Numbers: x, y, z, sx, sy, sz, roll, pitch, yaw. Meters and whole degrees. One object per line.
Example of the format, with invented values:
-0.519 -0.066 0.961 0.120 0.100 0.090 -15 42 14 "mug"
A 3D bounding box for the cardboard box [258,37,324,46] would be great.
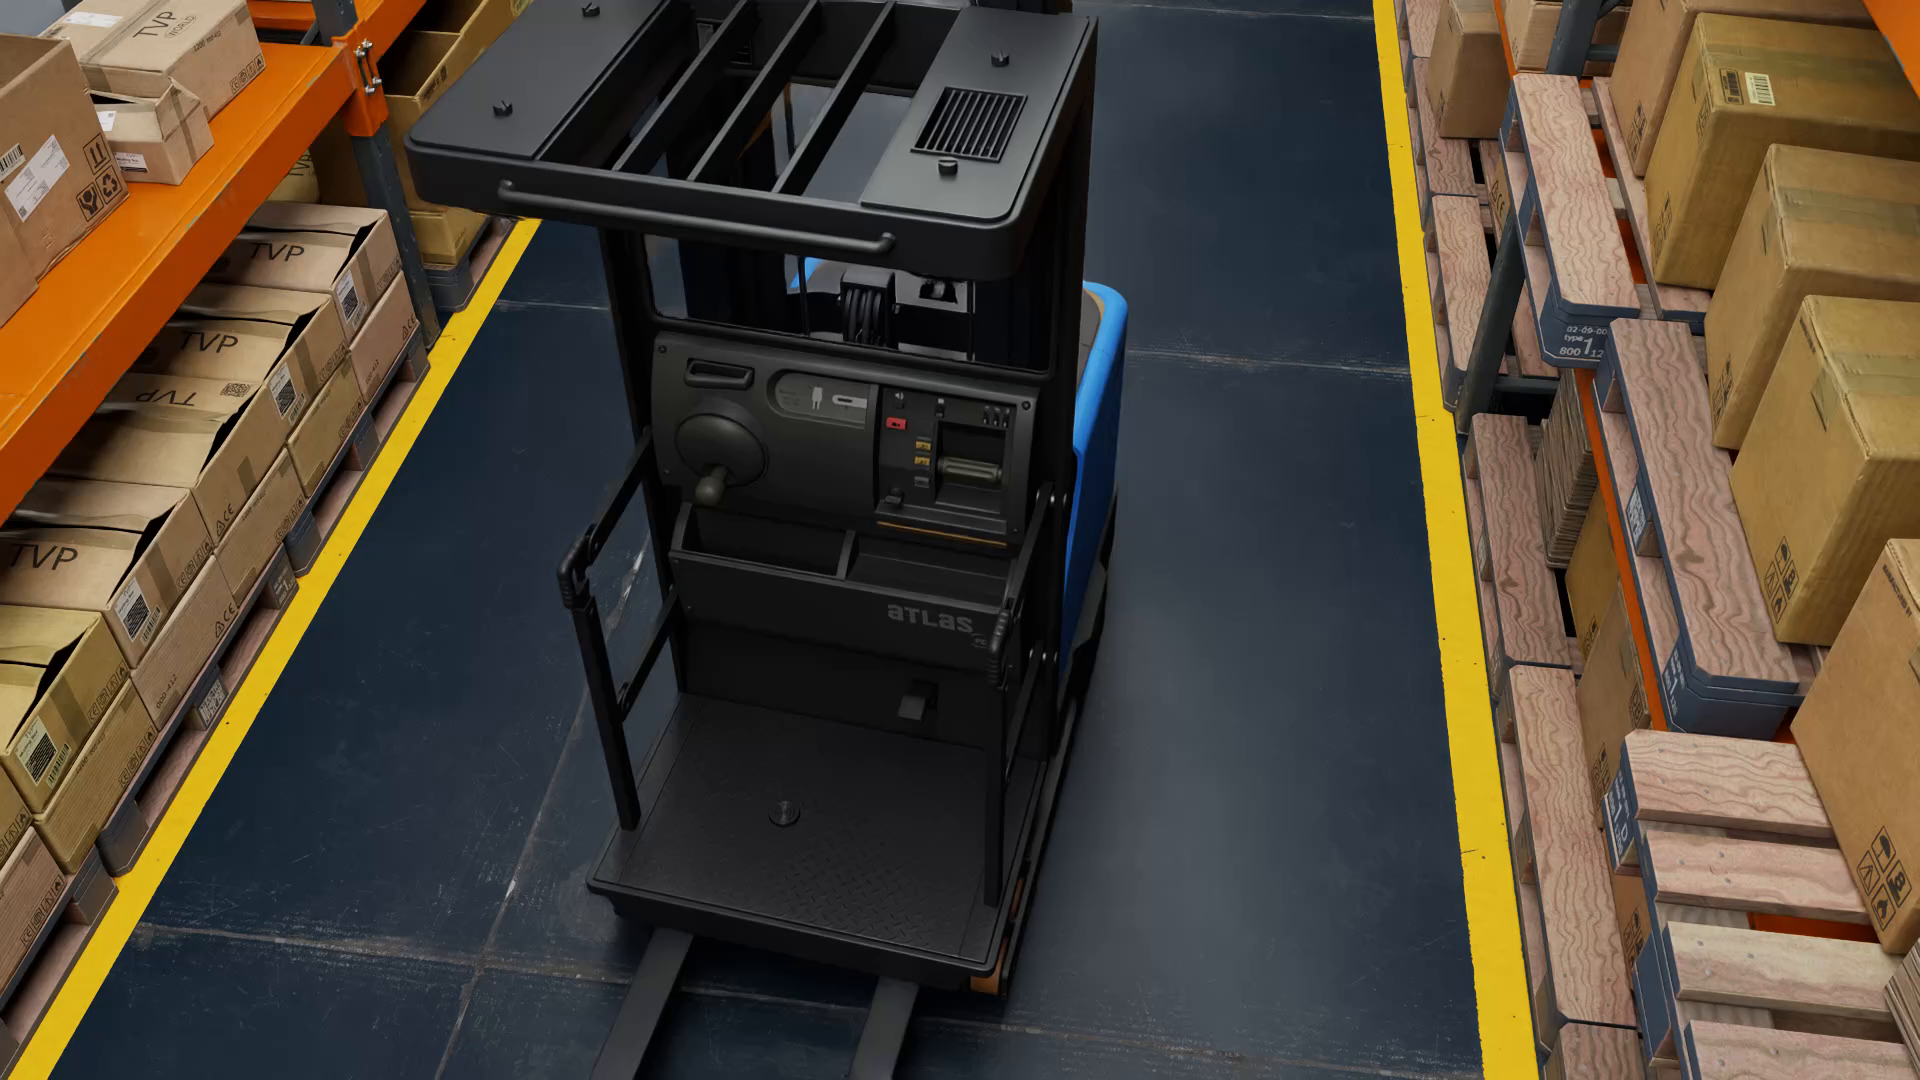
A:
-2.645 -2.020 6.851 0.500 0.500 0.500 5 44 6 "cardboard box"

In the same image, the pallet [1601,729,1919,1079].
1.803 0.830 2.832 1.213 0.211 1.003 5 44 6 "pallet"

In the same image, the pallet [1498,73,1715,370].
2.098 -0.893 4.651 1.003 0.211 1.213 5 44 6 "pallet"

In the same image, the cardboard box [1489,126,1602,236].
2.441 -1.434 6.580 0.500 0.500 0.500 2 43 2 "cardboard box"

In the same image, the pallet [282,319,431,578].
-2.626 -0.400 6.019 1.003 0.211 1.213 5 44 6 "pallet"

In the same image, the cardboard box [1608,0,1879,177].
2.242 -1.323 4.573 0.700 0.500 0.500 5 44 6 "cardboard box"

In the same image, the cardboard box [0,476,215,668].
-2.538 0.063 4.788 0.500 0.311 0.500 5 44 5 "cardboard box"

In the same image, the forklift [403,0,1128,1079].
-0.332 -0.145 3.772 1.130 2.935 3.031 10 44 10 "forklift"

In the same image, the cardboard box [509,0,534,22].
-2.064 -2.314 7.161 0.500 0.500 0.500 5 44 6 "cardboard box"

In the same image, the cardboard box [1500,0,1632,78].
2.105 -1.774 5.536 0.500 0.250 0.500 5 44 6 "cardboard box"

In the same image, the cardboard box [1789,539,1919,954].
1.914 0.355 2.801 0.700 0.500 0.500 1 43 2 "cardboard box"

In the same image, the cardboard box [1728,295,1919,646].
2.009 -0.113 3.295 0.700 0.500 0.500 5 44 6 "cardboard box"

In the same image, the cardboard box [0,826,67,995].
-2.670 0.981 4.227 0.500 0.250 0.500 4 44 4 "cardboard box"

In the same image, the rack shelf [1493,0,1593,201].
2.608 -2.572 6.808 1.077 0.370 4.000 5 44 6 "rack shelf"

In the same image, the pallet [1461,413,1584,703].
2.242 0.073 5.520 1.003 0.211 1.213 5 44 6 "pallet"

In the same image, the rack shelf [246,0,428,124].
-2.303 -3.020 7.281 1.077 0.370 4.000 5 44 6 "rack shelf"

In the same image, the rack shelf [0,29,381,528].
-2.832 -0.294 4.402 1.077 0.370 4.000 5 44 6 "rack shelf"

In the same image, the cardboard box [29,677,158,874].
-2.608 0.626 4.602 0.500 0.250 0.500 4 44 4 "cardboard box"

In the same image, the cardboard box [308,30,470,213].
-2.196 -1.632 6.441 0.500 0.500 0.500 5 44 6 "cardboard box"

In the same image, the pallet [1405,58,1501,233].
2.556 -1.753 7.448 1.003 0.211 1.213 5 44 6 "pallet"

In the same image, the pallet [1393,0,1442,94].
2.720 -2.582 8.323 1.003 0.211 1.213 5 44 6 "pallet"

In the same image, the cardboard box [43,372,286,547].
-2.468 -0.279 5.149 0.500 0.311 0.500 5 44 5 "cardboard box"

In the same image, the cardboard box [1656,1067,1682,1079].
2.041 1.167 3.833 0.700 0.500 0.500 5 44 5 "cardboard box"

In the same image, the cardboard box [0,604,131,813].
-2.605 0.414 4.418 0.500 0.311 0.500 4 44 4 "cardboard box"

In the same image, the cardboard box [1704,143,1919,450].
2.105 -0.491 3.694 0.700 0.500 0.500 11 45 11 "cardboard box"

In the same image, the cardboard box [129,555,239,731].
-2.539 0.277 4.971 0.500 0.250 0.500 6 44 6 "cardboard box"

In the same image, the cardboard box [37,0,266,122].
-2.589 -1.524 5.287 0.500 0.250 0.500 8 44 8 "cardboard box"

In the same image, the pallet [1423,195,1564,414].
2.397 -0.919 6.567 1.003 0.211 1.213 5 44 6 "pallet"

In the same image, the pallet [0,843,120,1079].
-2.949 1.263 4.263 1.003 0.211 1.213 5 44 6 "pallet"

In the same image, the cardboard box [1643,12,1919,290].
2.161 -0.943 4.171 0.700 0.500 0.500 9 44 10 "cardboard box"

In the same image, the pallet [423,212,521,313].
-2.421 -1.444 7.121 1.003 0.211 1.213 5 44 6 "pallet"

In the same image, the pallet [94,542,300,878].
-2.785 0.434 5.138 1.003 0.211 1.213 5 44 6 "pallet"

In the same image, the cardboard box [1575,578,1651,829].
2.136 0.481 4.558 0.700 0.500 0.500 6 44 6 "cardboard box"

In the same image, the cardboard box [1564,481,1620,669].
2.244 0.137 4.921 0.700 0.500 0.500 4 44 5 "cardboard box"

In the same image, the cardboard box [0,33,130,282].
-2.755 -1.074 4.630 0.500 0.500 0.500 8 44 9 "cardboard box"

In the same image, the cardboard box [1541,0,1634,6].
2.099 -2.046 5.278 0.500 0.500 0.500 5 44 5 "cardboard box"

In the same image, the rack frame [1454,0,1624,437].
2.343 -1.471 5.121 1.000 3.000 0.127 5 44 6 "rack frame"

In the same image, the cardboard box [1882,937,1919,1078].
1.867 0.738 2.396 0.700 0.500 0.500 1 43 1 "cardboard box"

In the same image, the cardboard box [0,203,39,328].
-2.821 -0.732 4.269 0.500 0.500 0.500 5 44 6 "cardboard box"

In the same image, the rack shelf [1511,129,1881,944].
2.079 0.154 3.929 1.077 0.370 4.000 5 44 6 "rack shelf"

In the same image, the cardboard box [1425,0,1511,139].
2.470 -2.101 7.286 0.700 0.500 0.500 3 44 3 "cardboard box"

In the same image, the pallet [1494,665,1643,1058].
2.083 0.907 4.639 1.003 0.211 1.213 5 44 6 "pallet"

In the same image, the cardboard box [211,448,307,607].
-2.471 -0.070 5.337 0.500 0.250 0.500 6 44 6 "cardboard box"

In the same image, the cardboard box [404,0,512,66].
-2.137 -1.974 6.802 0.500 0.500 0.500 5 44 6 "cardboard box"

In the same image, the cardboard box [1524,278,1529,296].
2.384 -0.969 6.332 0.380 0.166 0.250 0 43 0 "cardboard box"

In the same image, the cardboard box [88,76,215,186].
-2.502 -1.254 4.990 0.396 0.266 0.258 4 44 4 "cardboard box"

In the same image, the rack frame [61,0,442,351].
-2.567 -1.918 5.594 1.000 3.000 0.127 5 44 6 "rack frame"

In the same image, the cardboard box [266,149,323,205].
-2.723 -1.408 6.750 0.500 0.250 0.500 5 44 6 "cardboard box"

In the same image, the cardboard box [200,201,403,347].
-2.337 -0.974 5.883 0.500 0.311 0.500 5 44 6 "cardboard box"

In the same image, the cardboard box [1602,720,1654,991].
2.079 0.826 4.194 0.700 0.500 0.500 5 44 5 "cardboard box"

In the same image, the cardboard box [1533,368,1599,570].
2.262 -0.220 5.298 0.700 0.500 0.500 7 44 7 "cardboard box"

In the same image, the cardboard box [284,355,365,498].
-2.404 -0.419 5.705 0.500 0.250 0.500 5 44 5 "cardboard box"

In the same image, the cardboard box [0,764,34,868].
-2.675 0.761 4.051 0.500 0.311 0.500 4 44 4 "cardboard box"

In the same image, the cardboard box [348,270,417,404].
-2.335 -0.763 6.069 0.500 0.250 0.500 5 44 5 "cardboard box"

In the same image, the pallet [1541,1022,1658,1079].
1.919 1.736 3.763 1.003 0.211 1.213 5 44 6 "pallet"

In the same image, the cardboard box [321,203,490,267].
-2.206 -1.361 6.700 0.500 0.250 0.500 5 44 6 "cardboard box"

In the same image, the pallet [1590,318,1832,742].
2.036 -0.028 3.737 1.003 0.211 1.213 5 44 6 "pallet"

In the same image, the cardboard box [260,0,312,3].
-2.515 -2.258 5.880 0.700 0.500 0.500 4 44 4 "cardboard box"

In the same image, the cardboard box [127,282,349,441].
-2.399 -0.619 5.508 0.500 0.311 0.500 6 44 7 "cardboard box"
